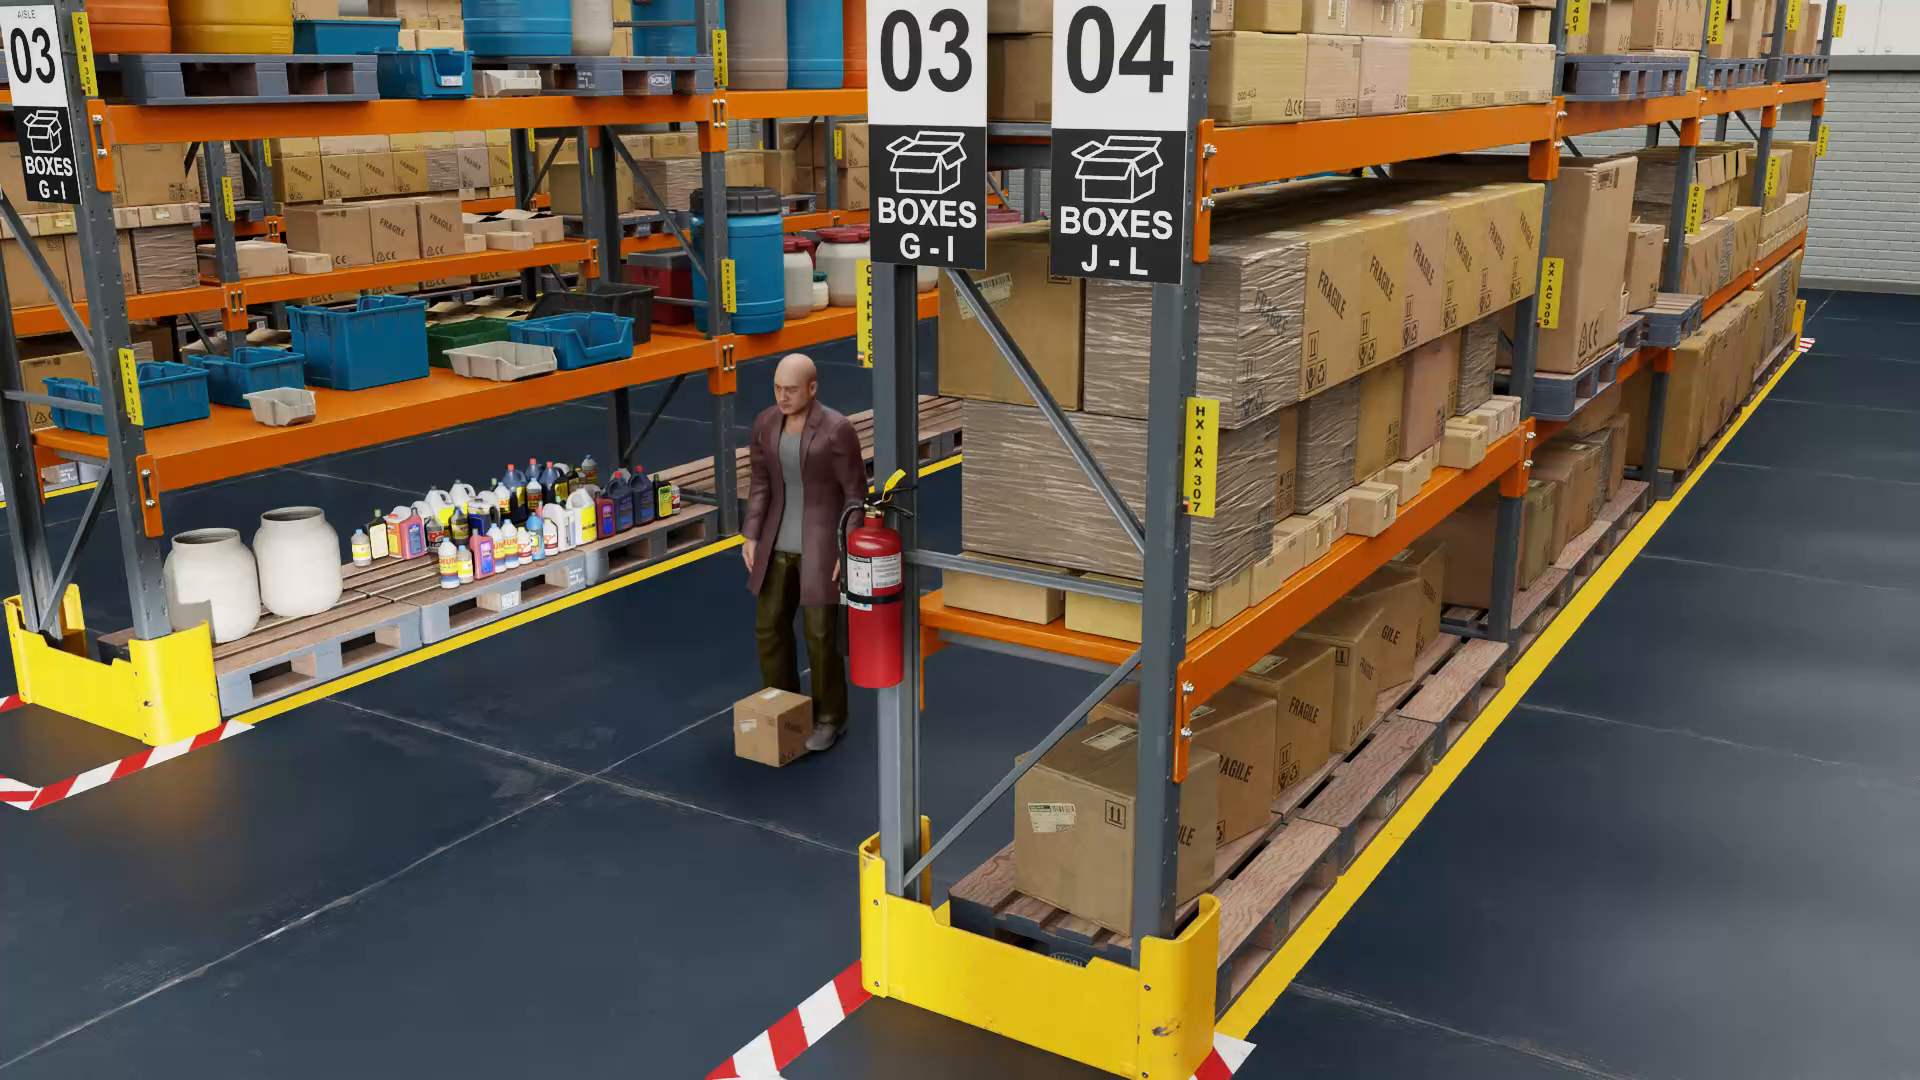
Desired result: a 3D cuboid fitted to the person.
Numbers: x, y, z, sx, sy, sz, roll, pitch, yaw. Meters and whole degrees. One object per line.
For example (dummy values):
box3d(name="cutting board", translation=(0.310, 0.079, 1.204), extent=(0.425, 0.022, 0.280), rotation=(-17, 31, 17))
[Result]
box3d(name="person", translation=(-0.703, 0.041, 7.418), extent=(0.640, 1.772, 0.428), rotation=(9, 18, 28))
